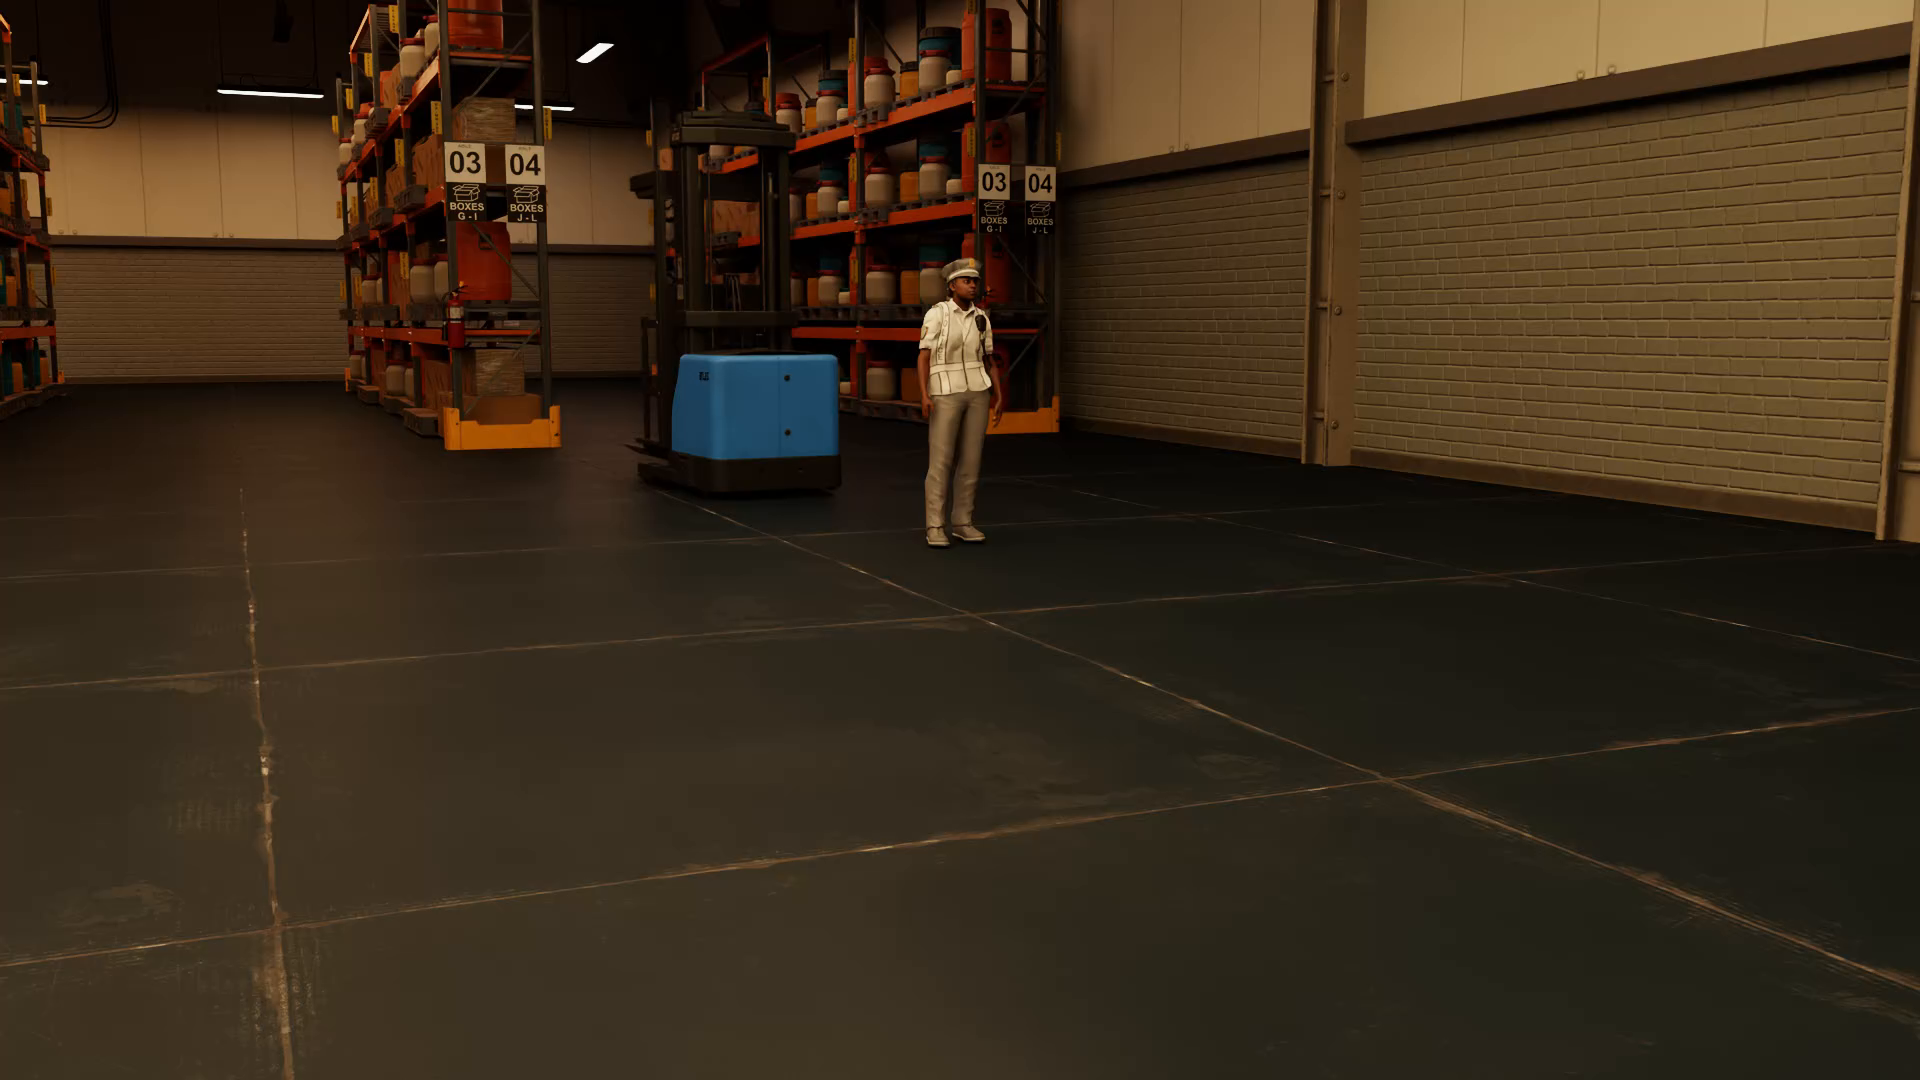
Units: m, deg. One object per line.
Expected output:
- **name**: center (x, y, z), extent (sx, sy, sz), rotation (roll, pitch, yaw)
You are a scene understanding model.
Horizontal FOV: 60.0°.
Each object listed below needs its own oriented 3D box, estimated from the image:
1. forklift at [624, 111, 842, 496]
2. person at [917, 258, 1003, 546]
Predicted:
- **forklift**: center (-2.031, -1.937, 13.634), extent (1.130, 2.935, 3.031), rotation (-4, 8, -27)
- **person**: center (0.012, -0.836, 9.967), extent (0.569, 1.692, 0.530), rotation (-3, 8, -23)
